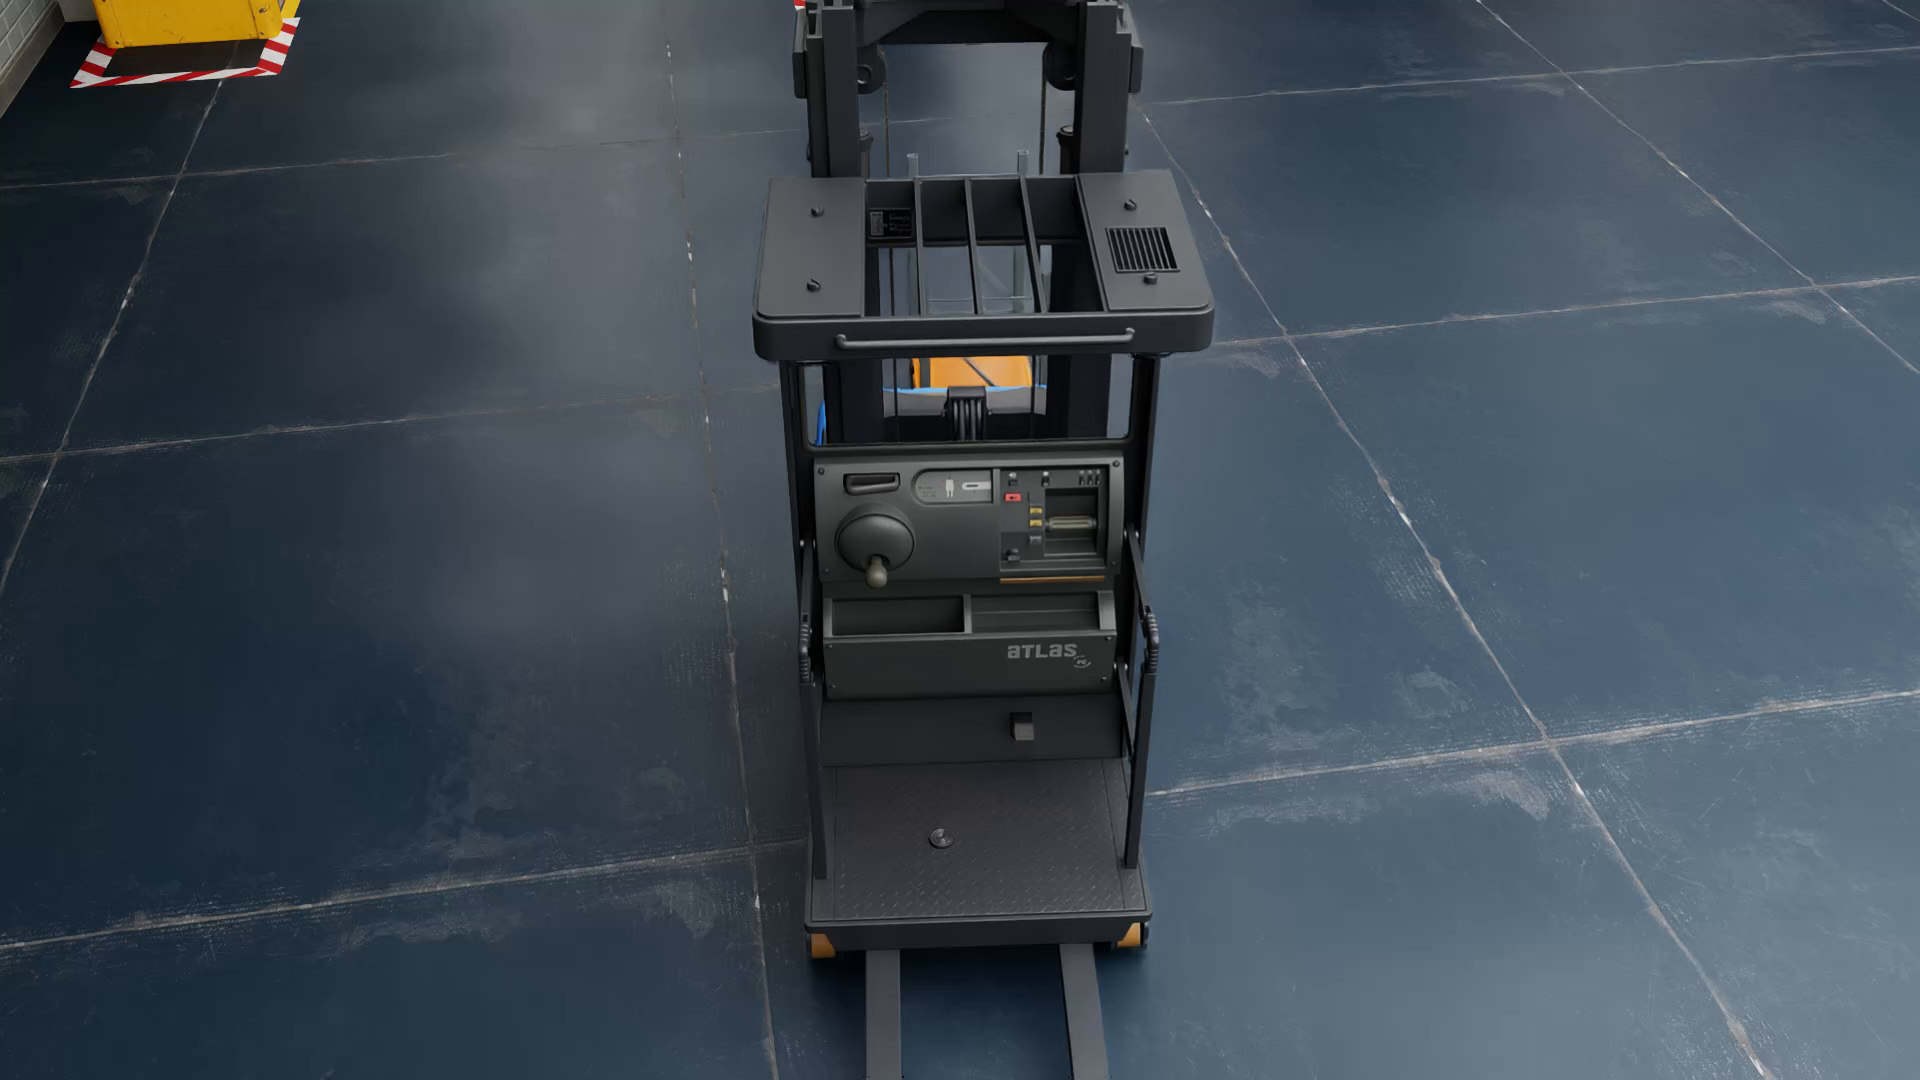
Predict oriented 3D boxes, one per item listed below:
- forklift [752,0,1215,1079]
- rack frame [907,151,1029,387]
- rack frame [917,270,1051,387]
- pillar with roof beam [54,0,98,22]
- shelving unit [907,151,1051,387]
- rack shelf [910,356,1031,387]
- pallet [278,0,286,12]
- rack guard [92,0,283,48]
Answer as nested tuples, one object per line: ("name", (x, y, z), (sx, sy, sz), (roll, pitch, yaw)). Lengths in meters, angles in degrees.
("forklift", (0.040, 0.011, 4.846), (1.130, 2.935, 3.031), (-2, 38, -2))
("rack frame", (0.033, -0.999, 7.314), (0.500, 1.500, 0.032), (-2, 38, -3))
("rack frame", (0.095, -0.377, 6.512), (0.500, 1.500, 0.032), (-2, 38, -3))
("pillar with roof beam", (-2.194, -7.921, 10.111), (9.100, 9.000, 0.400), (-6, 38, -8))
("shelving unit", (0.063, -0.693, 6.920), (0.587, 1.500, 1.083), (-2, 38, -3))
("rack shelf", (0.064, -0.546, 7.023), (0.538, 0.185, 1.000), (-2, 38, -3))
("pallet", (-5.579, -4.198, 12.482), (1.003, 0.211, 1.213), (-6, 38, -8))
("rack guard", (-5.472, -3.818, 11.757), (1.175, 0.500, 0.348), (-6, 38, -8))
